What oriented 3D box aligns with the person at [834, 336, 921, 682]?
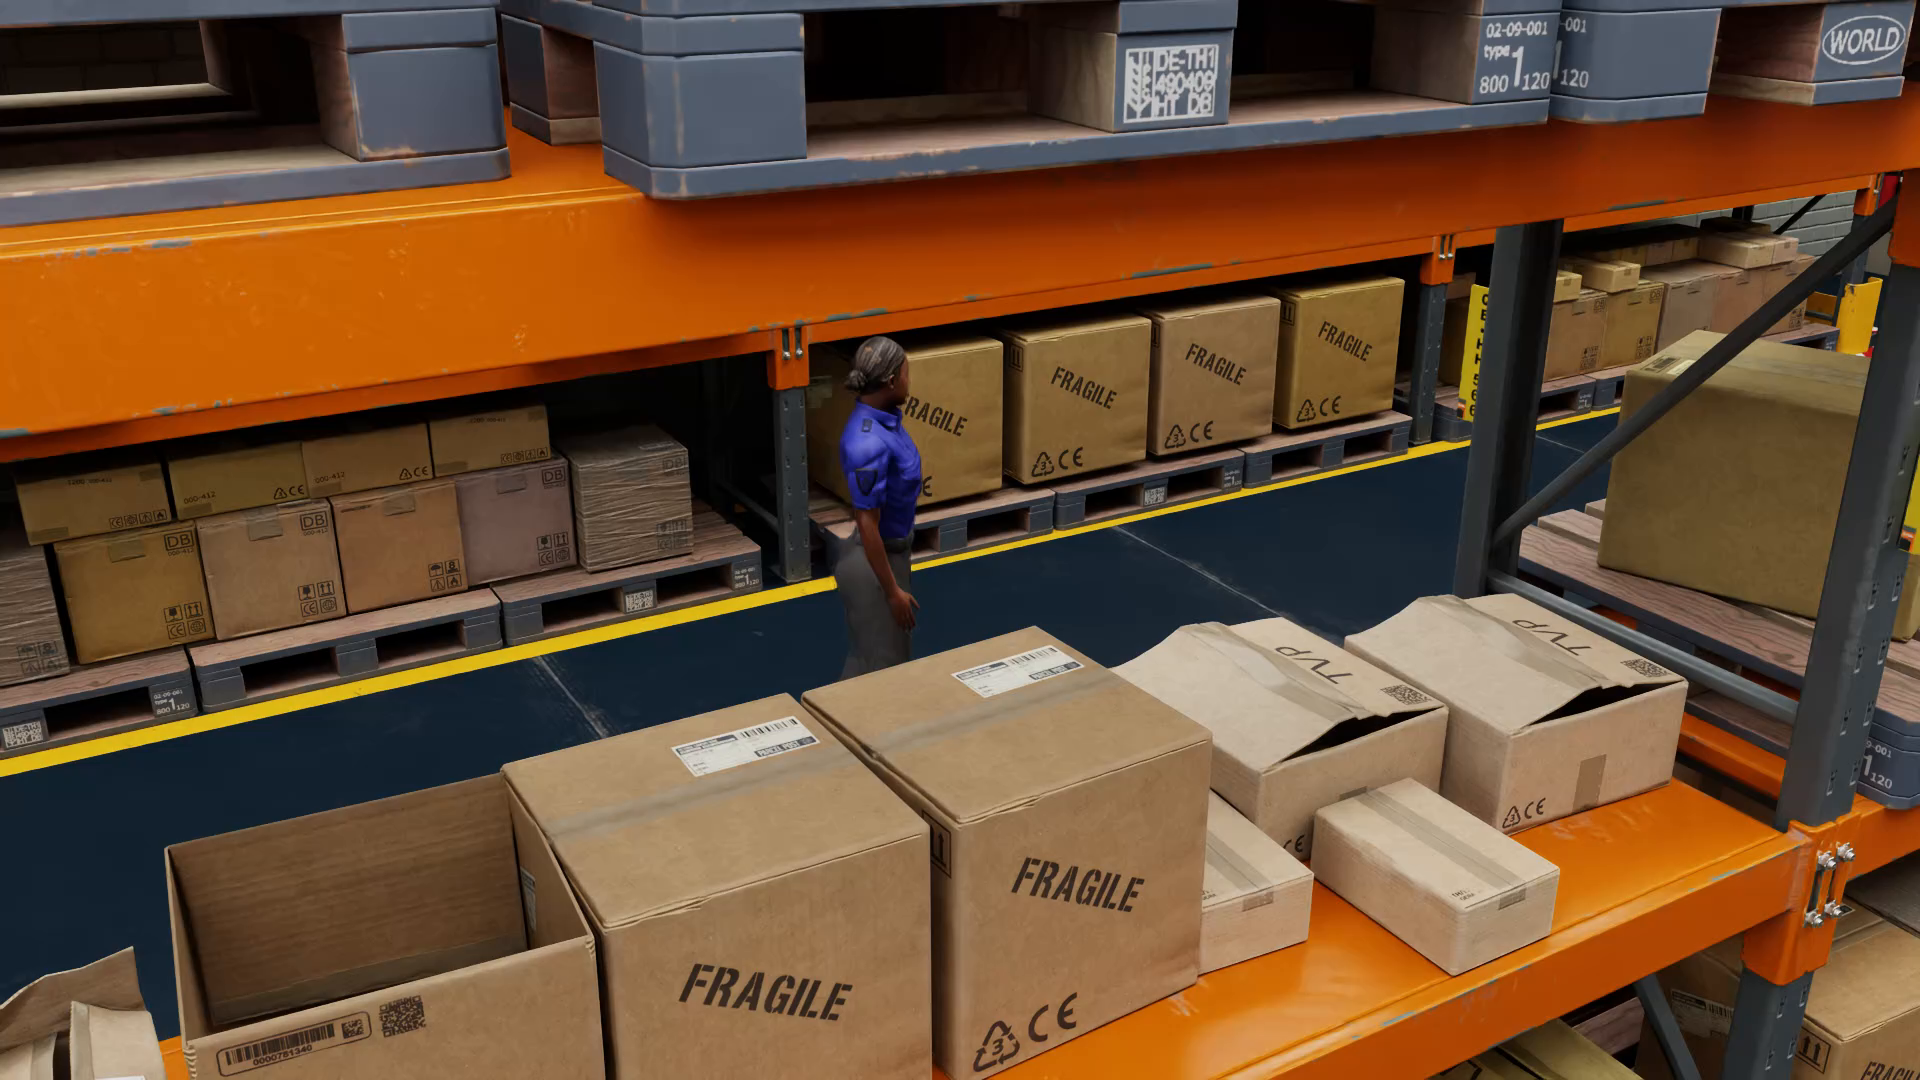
[{"bbox_3d":[-0.345,0.129,5.727,0.441,1.651,0.638,1,22,3],"label":"person"}]
